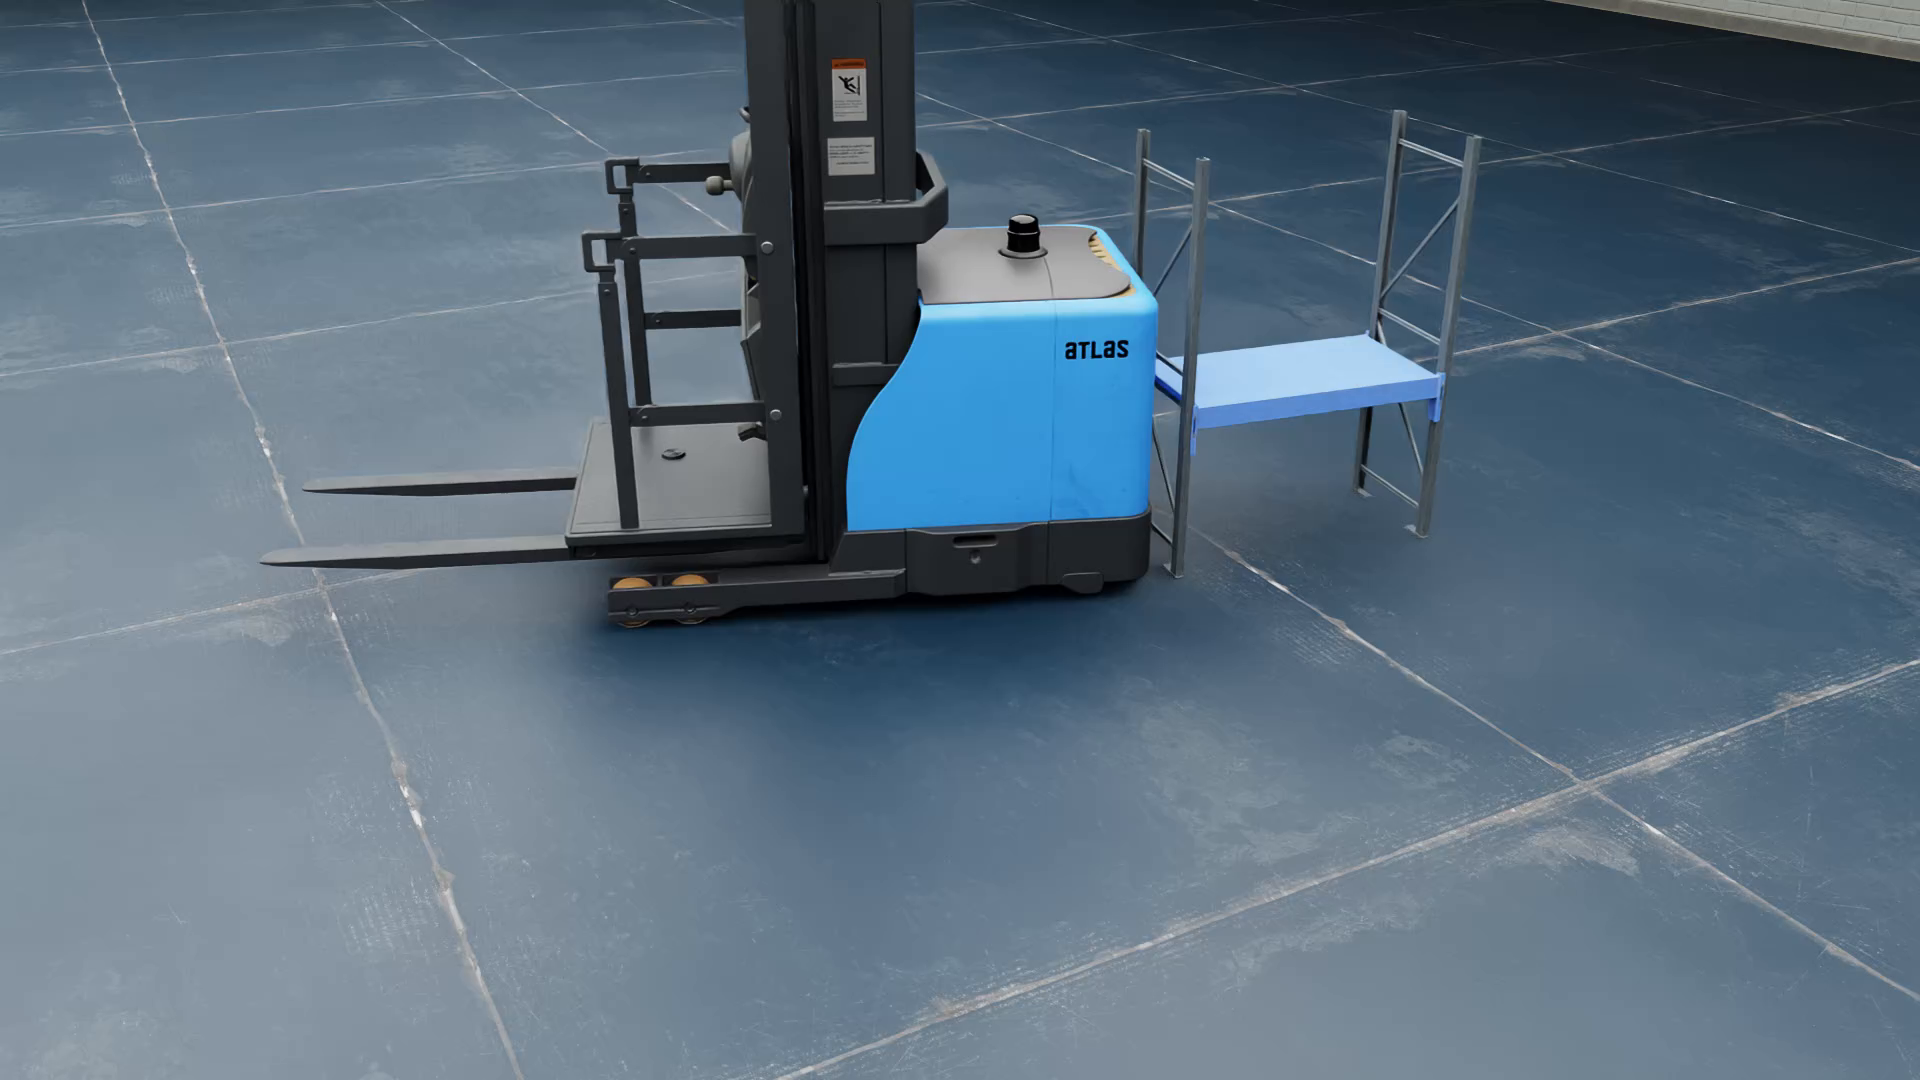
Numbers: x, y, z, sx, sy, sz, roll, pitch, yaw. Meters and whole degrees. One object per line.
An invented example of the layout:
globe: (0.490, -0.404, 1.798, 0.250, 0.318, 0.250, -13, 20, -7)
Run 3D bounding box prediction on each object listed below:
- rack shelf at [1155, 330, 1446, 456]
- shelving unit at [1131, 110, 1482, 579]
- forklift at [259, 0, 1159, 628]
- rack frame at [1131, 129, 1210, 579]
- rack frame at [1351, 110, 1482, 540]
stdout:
rack shelf: (1.187, -0.549, 6.076, 1.000, 0.185, 0.538, -8, 27, -17)
shelving unit: (1.187, -0.711, 5.998, 1.048, 1.500, 0.538, -8, 27, -17)
forklift: (-0.888, -1.266, 5.501, 3.031, 2.935, 1.130, -3, 26, -6)
rack frame: (0.706, -0.640, 5.849, 0.032, 1.500, 0.500, -8, 27, -17)
rack frame: (1.668, -0.782, 6.146, 0.032, 1.500, 0.500, -8, 27, -17)
